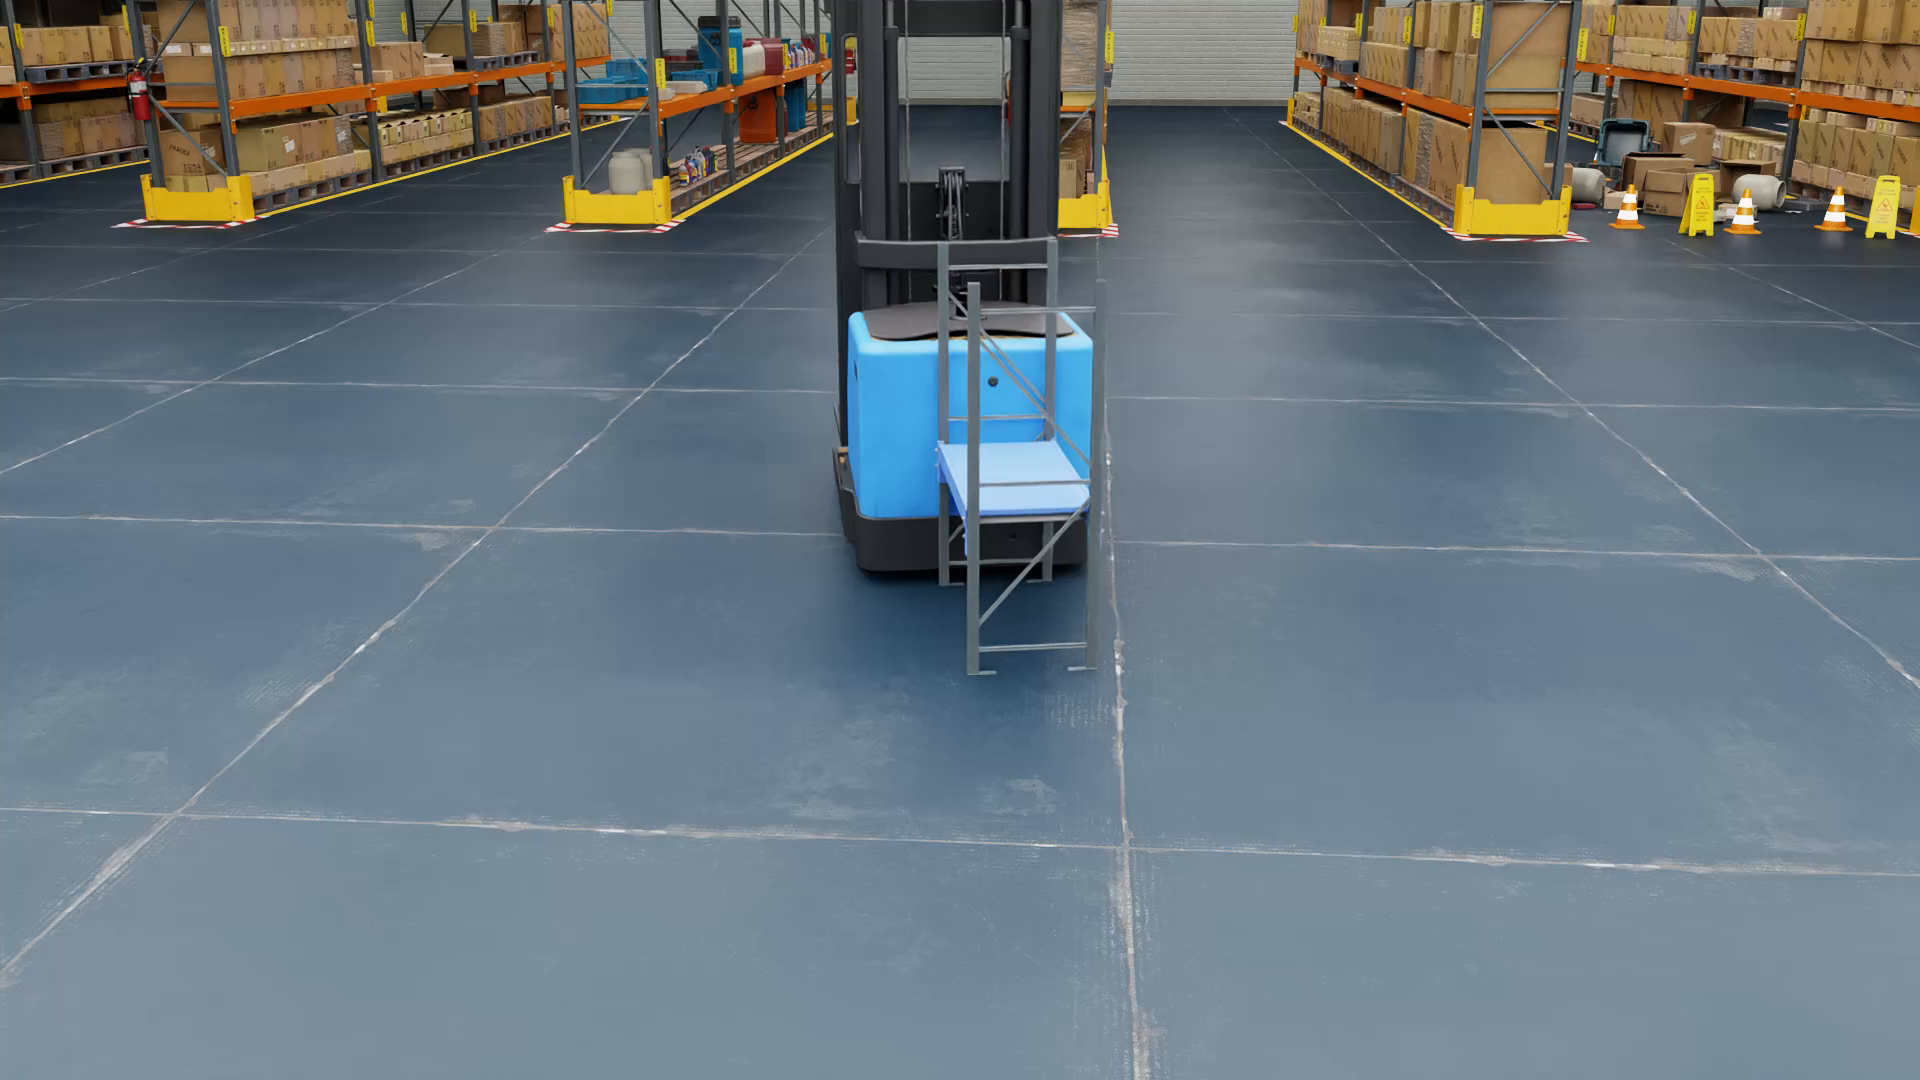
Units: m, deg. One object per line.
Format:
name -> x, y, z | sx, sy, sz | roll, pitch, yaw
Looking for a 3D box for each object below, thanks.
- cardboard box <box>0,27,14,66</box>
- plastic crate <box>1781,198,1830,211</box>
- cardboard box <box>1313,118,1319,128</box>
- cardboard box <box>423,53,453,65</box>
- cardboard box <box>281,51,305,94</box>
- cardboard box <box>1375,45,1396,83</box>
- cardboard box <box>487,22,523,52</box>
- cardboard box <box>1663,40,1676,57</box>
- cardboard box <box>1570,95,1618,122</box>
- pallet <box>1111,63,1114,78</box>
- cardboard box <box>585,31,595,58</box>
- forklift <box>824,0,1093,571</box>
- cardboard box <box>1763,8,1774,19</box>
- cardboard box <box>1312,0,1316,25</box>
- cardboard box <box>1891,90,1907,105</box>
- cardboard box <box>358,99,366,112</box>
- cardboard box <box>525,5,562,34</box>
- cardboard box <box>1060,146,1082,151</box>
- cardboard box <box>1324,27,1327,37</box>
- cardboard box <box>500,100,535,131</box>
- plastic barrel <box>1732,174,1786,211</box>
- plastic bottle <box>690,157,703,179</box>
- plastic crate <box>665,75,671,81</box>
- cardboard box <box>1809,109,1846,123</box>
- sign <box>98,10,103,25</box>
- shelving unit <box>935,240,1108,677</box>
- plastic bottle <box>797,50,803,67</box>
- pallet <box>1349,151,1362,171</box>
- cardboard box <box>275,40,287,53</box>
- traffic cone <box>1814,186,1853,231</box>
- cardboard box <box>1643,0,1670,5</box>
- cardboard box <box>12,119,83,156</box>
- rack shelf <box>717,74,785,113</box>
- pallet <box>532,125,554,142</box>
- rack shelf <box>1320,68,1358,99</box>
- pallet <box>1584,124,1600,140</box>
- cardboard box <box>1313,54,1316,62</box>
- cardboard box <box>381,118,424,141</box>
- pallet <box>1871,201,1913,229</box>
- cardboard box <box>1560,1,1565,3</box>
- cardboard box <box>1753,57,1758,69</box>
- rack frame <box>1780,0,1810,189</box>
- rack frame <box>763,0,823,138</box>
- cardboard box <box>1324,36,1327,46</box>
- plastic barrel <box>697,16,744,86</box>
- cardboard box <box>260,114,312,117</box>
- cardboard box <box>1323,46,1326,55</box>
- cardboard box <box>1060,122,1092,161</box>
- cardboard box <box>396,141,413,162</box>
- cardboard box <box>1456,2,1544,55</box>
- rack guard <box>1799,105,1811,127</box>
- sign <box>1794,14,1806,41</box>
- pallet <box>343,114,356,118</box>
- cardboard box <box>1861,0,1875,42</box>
cardboard box -> -13.188, -6.654, 22.418 | 0.500, 0.500, 0.500 | 1, 18, 4
plastic crate -> 10.314, -4.104, 20.319 | 0.402, 0.080, 0.583 | -5, 19, -15
cardboard box -> 6.561, -7.499, 29.894 | 0.380, 0.149, 0.250 | 2, 18, 5
cardboard box -> -8.304, -7.492, 26.114 | 0.500, 0.311, 0.500 | 2, 18, 7
cardboard box -> -8.653, -5.835, 20.752 | 0.700, 0.500, 0.500 | 2, 18, 6
cardboard box -> 6.177, -6.727, 23.475 | 0.500, 0.500, 0.500 | 1, 18, 3
cardboard box -> -8.205, -8.994, 29.718 | 0.700, 0.500, 0.500 | -5, 19, -15
cardboard box -> 11.345, -7.685, 25.996 | 0.500, 0.250, 0.500 | 1, 18, 2
cardboard box -> 12.099, -8.178, 31.504 | 0.875, 0.438, 0.875 | 2, 18, 5
pallet -> 1.701, -7.109, 25.110 | 1.213, 0.211, 1.003 | 1, 18, 4
cardboard box -> -7.496, -9.717, 32.601 | 0.500, 0.500, 0.500 | 1, 18, 4
forklift -> -0.093, -1.671, 8.315 | 1.130, 2.935, 3.031 | -2, 18, -6
cardboard box -> 11.084, -7.106, 22.437 | 0.380, 0.149, 0.250 | 1, 18, 2
cardboard box -> 6.719, -9.660, 30.342 | 0.500, 0.500, 0.500 | 2, 18, 5
cardboard box -> 10.706, -4.961, 18.649 | 0.380, 0.149, 0.250 | 2, 18, 5
cardboard box -> -12.552, -9.033, 34.012 | 0.700, 0.500, 0.500 | 1, 18, 4
cardboard box -> -7.633, -9.551, 30.489 | 0.500, 0.500, 0.500 | 2, 18, 5
cardboard box -> 1.207, -4.525, 20.256 | 0.500, 0.500, 0.500 | 3, 18, 9
cardboard box -> 6.331, -8.531, 27.916 | 0.380, 0.149, 0.250 | 1, 18, 3
cardboard box -> -7.777, -7.441, 29.123 | 0.500, 0.500, 0.500 | 2, 18, 5
plastic barrel -> 9.595, -4.169, 19.967 | 0.512, 0.421, 0.421 | 17, 25, 41
plastic bottle -> -3.392, -4.790, 21.393 | 0.152, 0.276, 0.135 | 2, 18, 5
plastic crate -> -3.960, -5.776, 21.075 | 0.450, 0.188, 0.662 | 1, 18, 4
cardboard box -> 10.864, -5.303, 20.786 | 0.380, 0.149, 0.250 | 2, 18, 5
sign -> -13.729, -8.317, 26.630 | 0.100, 0.325, 0.005 | 1, 18, 4
shelving unit -> 0.217, -0.362, 6.620 | 0.538, 1.500, 1.048 | -2, 18, -6
plastic bottle -> -2.785, -8.277, 28.564 | 0.152, 0.276, 0.135 | 1, 18, 4
pallet -> 6.454, -5.714, 25.022 | 1.003, 0.211, 1.213 | 1, 18, 4
cardboard box -> -8.475, -6.035, 20.320 | 0.380, 0.149, 0.250 | 1, 18, 3
traffic cone -> 9.701, -3.675, 18.396 | 0.336, 0.463, 0.334 | 1, 18, 4
cardboard box -> 12.099, -9.368, 28.889 | 0.380, 0.149, 0.250 | 1, 18, 3
cardboard box -> -13.439, -5.925, 24.497 | 0.700, 0.500, 0.500 | 1, 18, 3
rack shelf -> -3.437, -6.572, 24.317 | 1.077, 0.370, 4.000 | 1, 18, 4
pallet -> -7.968, -7.310, 29.894 | 1.003, 0.211, 1.213 | 1, 18, 4
rack shelf -> 6.730, -7.561, 27.337 | 1.077, 0.370, 4.000 | 1, 18, 4
pallet -> 11.950, -7.355, 30.029 | 1.003, 0.211, 1.213 | 1, 18, 4
cardboard box -> 6.681, -8.828, 30.450 | 0.380, 0.149, 0.250 | 1, 18, 2
cardboard box -> -8.166, -6.002, 24.265 | 0.500, 0.311, 0.500 | 1, 18, 2
pallet -> 11.056, -3.668, 18.779 | 1.003, 0.211, 1.213 | 1, 18, 4
cardboard box -> 11.803, -10.414, 32.081 | 0.380, 0.149, 0.250 | 2, 18, 5
cardboard box -> 11.093, -6.523, 22.743 | 0.380, 0.149, 0.250 | 1, 18, 4
rack frame -> 11.244, -5.961, 21.297 | 1.000, 3.000, 0.127 | 1, 18, 4
rack frame -> -3.007, -8.777, 29.892 | 1.000, 3.000, 0.127 | 1, 18, 4
cardboard box -> 6.333, -8.392, 27.969 | 0.380, 0.149, 0.250 | 1, 18, 2
plastic barrel -> -3.251, -6.644, 22.577 | 0.600, 0.901, 0.708 | 1, 18, 4
cardboard box -> -8.895, -5.361, 22.004 | 0.500, 0.500, 0.500 | 1, 18, 4
cardboard box -> 6.331, -8.251, 28.015 | 0.380, 0.149, 0.250 | 1, 18, 4
cardboard box -> 1.518, -5.715, 23.854 | 0.700, 0.500, 0.500 | 0, 18, -1
cardboard box -> -8.207, -5.576, 23.863 | 0.500, 0.250, 0.500 | 2, 18, 5
cardboard box -> 6.025, -5.669, 18.432 | 0.875, 0.550, 0.550 | 1, 18, 4
rack guard -> 17.050, -8.366, 32.653 | 1.175, 0.500, 0.348 | 1, 18, 4
sign -> 10.690, -6.522, 21.151 | 0.100, 0.325, 0.005 | 1, 18, 4
pallet -> -12.671, -8.287, 32.876 | 1.003, 0.211, 1.213 | 1, 18, 4
cardboard box -> 10.928, -6.015, 19.220 | 0.700, 0.500, 0.500 | 1, 18, 4
